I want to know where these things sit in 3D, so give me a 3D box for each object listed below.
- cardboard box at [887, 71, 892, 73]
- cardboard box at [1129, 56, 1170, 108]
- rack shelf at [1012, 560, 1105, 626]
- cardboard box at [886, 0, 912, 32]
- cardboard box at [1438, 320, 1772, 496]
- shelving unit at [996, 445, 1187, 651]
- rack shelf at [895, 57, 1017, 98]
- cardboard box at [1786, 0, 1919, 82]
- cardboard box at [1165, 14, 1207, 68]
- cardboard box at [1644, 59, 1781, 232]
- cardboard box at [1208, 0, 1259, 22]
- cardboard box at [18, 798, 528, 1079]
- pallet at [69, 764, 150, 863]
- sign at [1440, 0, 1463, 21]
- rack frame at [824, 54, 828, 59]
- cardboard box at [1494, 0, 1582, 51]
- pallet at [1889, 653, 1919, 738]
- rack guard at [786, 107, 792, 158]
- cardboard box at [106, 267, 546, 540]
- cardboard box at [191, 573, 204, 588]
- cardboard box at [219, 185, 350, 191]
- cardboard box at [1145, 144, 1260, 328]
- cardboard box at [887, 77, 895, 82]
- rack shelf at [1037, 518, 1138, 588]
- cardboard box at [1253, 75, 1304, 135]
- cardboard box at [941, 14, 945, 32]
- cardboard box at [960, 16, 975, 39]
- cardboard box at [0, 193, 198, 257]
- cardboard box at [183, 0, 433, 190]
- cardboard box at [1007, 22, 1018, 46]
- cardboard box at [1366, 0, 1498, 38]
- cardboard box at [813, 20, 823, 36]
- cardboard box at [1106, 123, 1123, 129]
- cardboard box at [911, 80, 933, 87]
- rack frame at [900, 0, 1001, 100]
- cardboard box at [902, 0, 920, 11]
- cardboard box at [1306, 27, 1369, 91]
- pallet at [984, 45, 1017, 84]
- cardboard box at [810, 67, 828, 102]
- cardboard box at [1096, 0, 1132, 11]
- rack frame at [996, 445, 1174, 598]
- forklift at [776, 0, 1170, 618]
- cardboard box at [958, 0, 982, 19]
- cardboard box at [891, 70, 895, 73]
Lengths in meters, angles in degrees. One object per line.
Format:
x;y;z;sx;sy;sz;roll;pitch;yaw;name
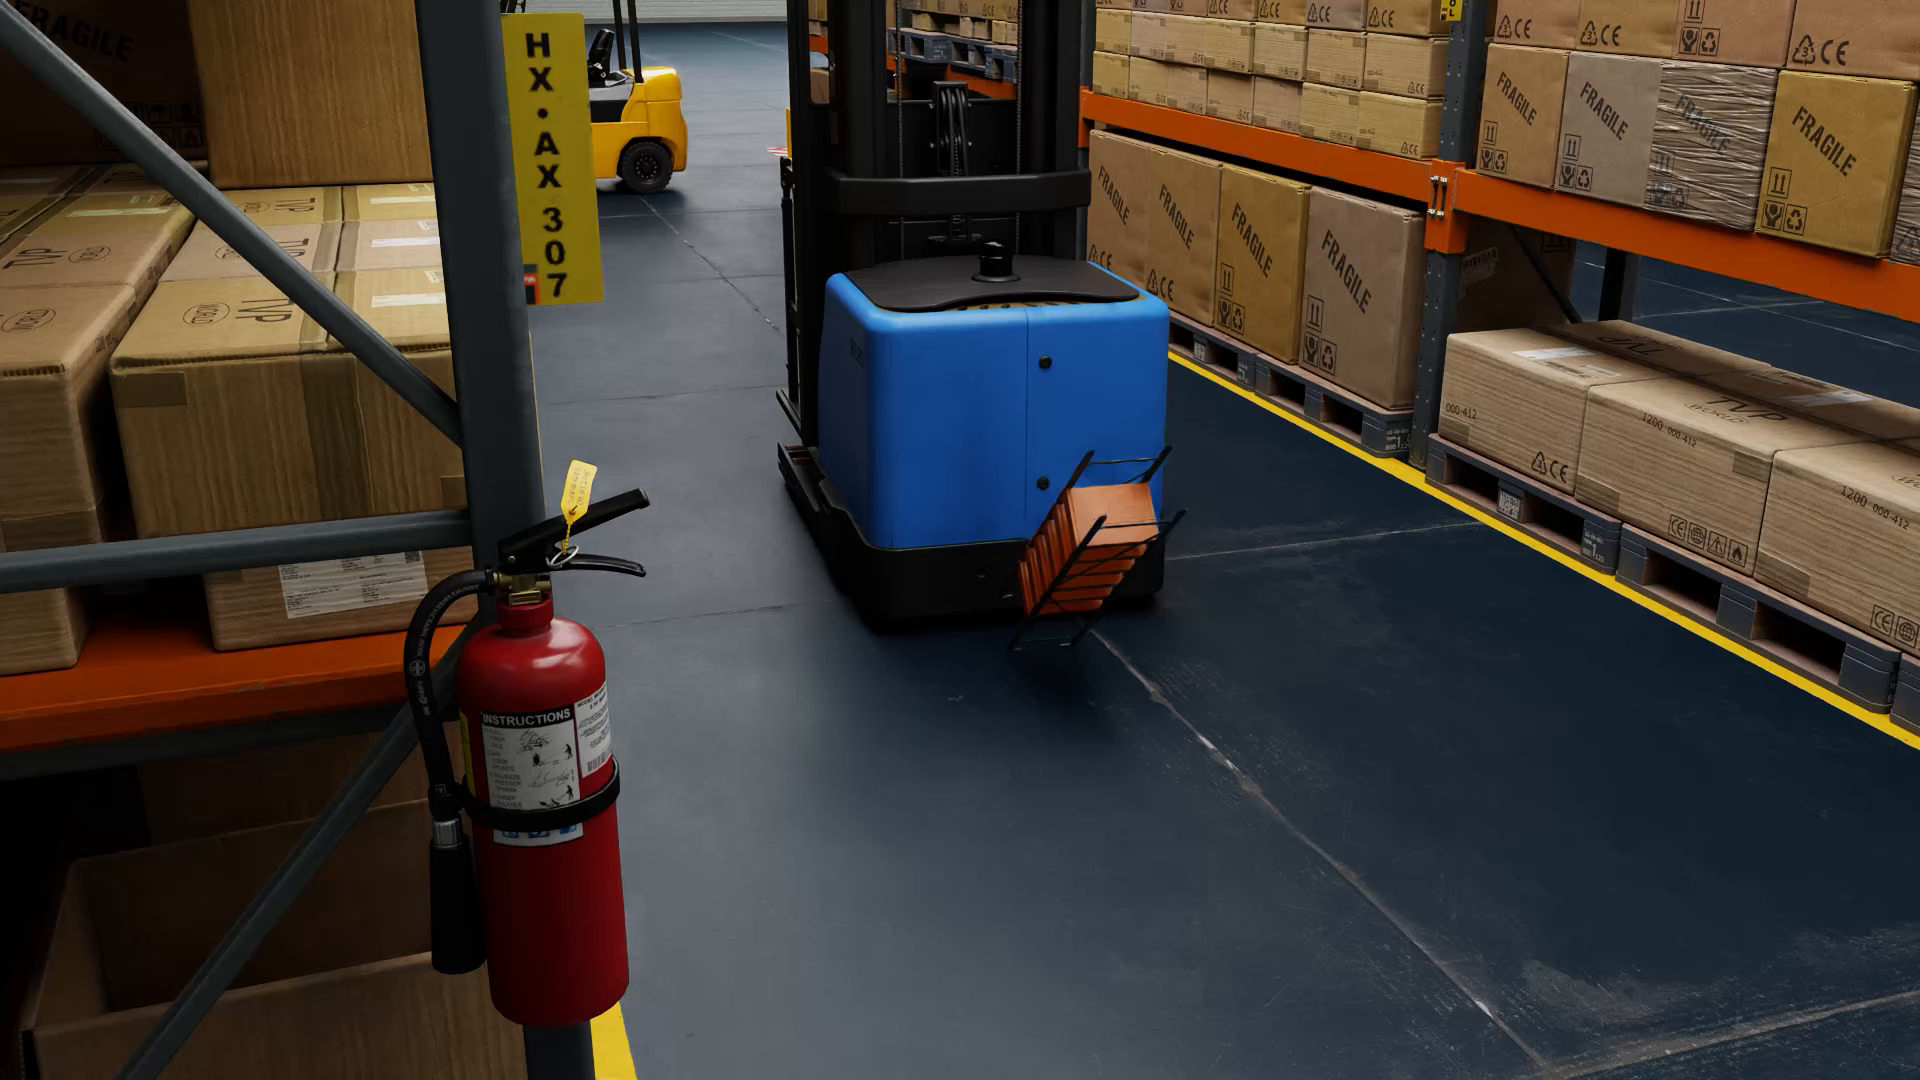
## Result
-0.635;-4.488;16.811;0.500;0.500;0.500;-6;21;-15;cardboard box
1.306;-2.643;9.561;0.500;0.250;0.500;-7;21;-19;cardboard box
0.305;0.154;5.163;0.258;0.180;0.103;-5;-19;-13;rack shelf
-0.420;-4.648;14.331;0.500;0.500;0.500;-7;21;-19;cardboard box
2.566;-0.556;6.696;0.875;0.438;0.875;-7;21;-18;cardboard box
0.356;0.055;4.902;0.258;0.189;1.200;-5;-19;-13;shelving unit
0.585;-3.364;12.409;1.077;0.370;4.000;-6;21;-17;rack shelf
2.849;-1.626;4.878;0.500;0.500;0.500;-7;21;-18;cardboard box
1.444;-2.709;9.005;0.500;0.250;0.500;-6;21;-17;cardboard box
2.674;-1.324;5.516;0.500;0.500;0.500;-6;21;-17;cardboard box
1.605;-2.906;8.443;0.500;0.500;0.500;-6;21;-16;cardboard box
-1.085;0.806;2.807;0.797;0.503;0.637;-7;21;-19;cardboard box
-1.638;0.677;4.221;1.003;0.211;1.213;-6;21;-17;pallet
1.958;-2.224;6.575;0.100;0.325;0.005;-6;21;-17;sign
-1.301;-5.628;17.648;1.000;3.000;0.127;-6;21;-17;rack frame
2.390;-2.116;6.244;0.500;0.500;0.500;-6;21;-17;cardboard box
3.402;0.571;4.516;1.003;0.211;1.213;-6;21;-17;pallet
-1.277;-4.427;18.003;1.175;0.500;0.348;-6;21;-17;rack guard
-0.870;-0.209;2.342;0.500;0.250;0.500;-6;21;-17;cardboard box
-0.950;-0.058;2.512;0.380;0.149;0.250;-6;21;-16;cardboard box
-1.372;-0.694;3.694;0.500;0.250;0.500;-7;21;-19;cardboard box
1.628;-1.741;9.349;0.875;0.875;0.875;-6;21;-17;cardboard box
-0.808;-4.089;15.700;0.500;0.500;0.500;-5;20;-14;cardboard box
0.370;0.028;4.832;0.258;0.180;0.103;-5;-19;-13;rack shelf
1.791;-2.151;8.190;0.500;0.250;0.500;-7;21;-19;cardboard box
0.062;-4.049;13.002;0.380;0.149;0.250;-5;20;-14;cardboard box
0.213;-3.792;12.286;0.380;0.149;0.250;-6;20;-15;cardboard box
-1.692;-0.479;3.094;0.500;0.250;0.500;-6;21;-15;cardboard box
-1.342;-1.043;3.555;0.500;0.500;0.500;-6;21;-16;cardboard box
0.541;-3.456;11.353;0.380;0.149;0.250;-7;21;-20;cardboard box
2.092;-2.411;7.066;0.500;0.500;0.500;-6;21;-15;cardboard box
-1.256;-5.119;16.603;0.380;0.149;0.250;-6;21;-16;cardboard box
1.636;-3.723;14.922;0.500;0.500;0.500;-6;21;-17;cardboard box
-0.153;-3.989;15.423;0.500;0.500;0.500;-6;20;-15;cardboard box
-0.044;-4.344;14.074;1.000;3.000;0.127;-6;21;-17;rack frame
-0.169;-4.548;13.432;0.500;0.500;0.500;-6;21;-16;cardboard box
1.937;-2.217;7.634;0.500;0.250;0.500;-6;21;-16;cardboard box
0.888;-3.188;11.138;1.213;0.211;1.003;-6;21;-17;pallet
-1.302;-4.589;17.092;0.500;0.500;0.500;-7;21;-19;cardboard box
1.136;-3.394;9.802;0.500;0.500;0.500;-7;21;-19;cardboard box
0.342;-0.031;4.932;0.240;0.006;1.200;-5;-19;-13;rack frame
-0.153;-1.584;6.491;1.130;2.935;3.031;-5;20;-13;forklift
0.303;-4.064;12.084;0.500;0.500;0.500;-7;21;-19;cardboard box
-0.465;-4.684;16.397;0.380;0.149;0.250;-5;20;-15;cardboard box
